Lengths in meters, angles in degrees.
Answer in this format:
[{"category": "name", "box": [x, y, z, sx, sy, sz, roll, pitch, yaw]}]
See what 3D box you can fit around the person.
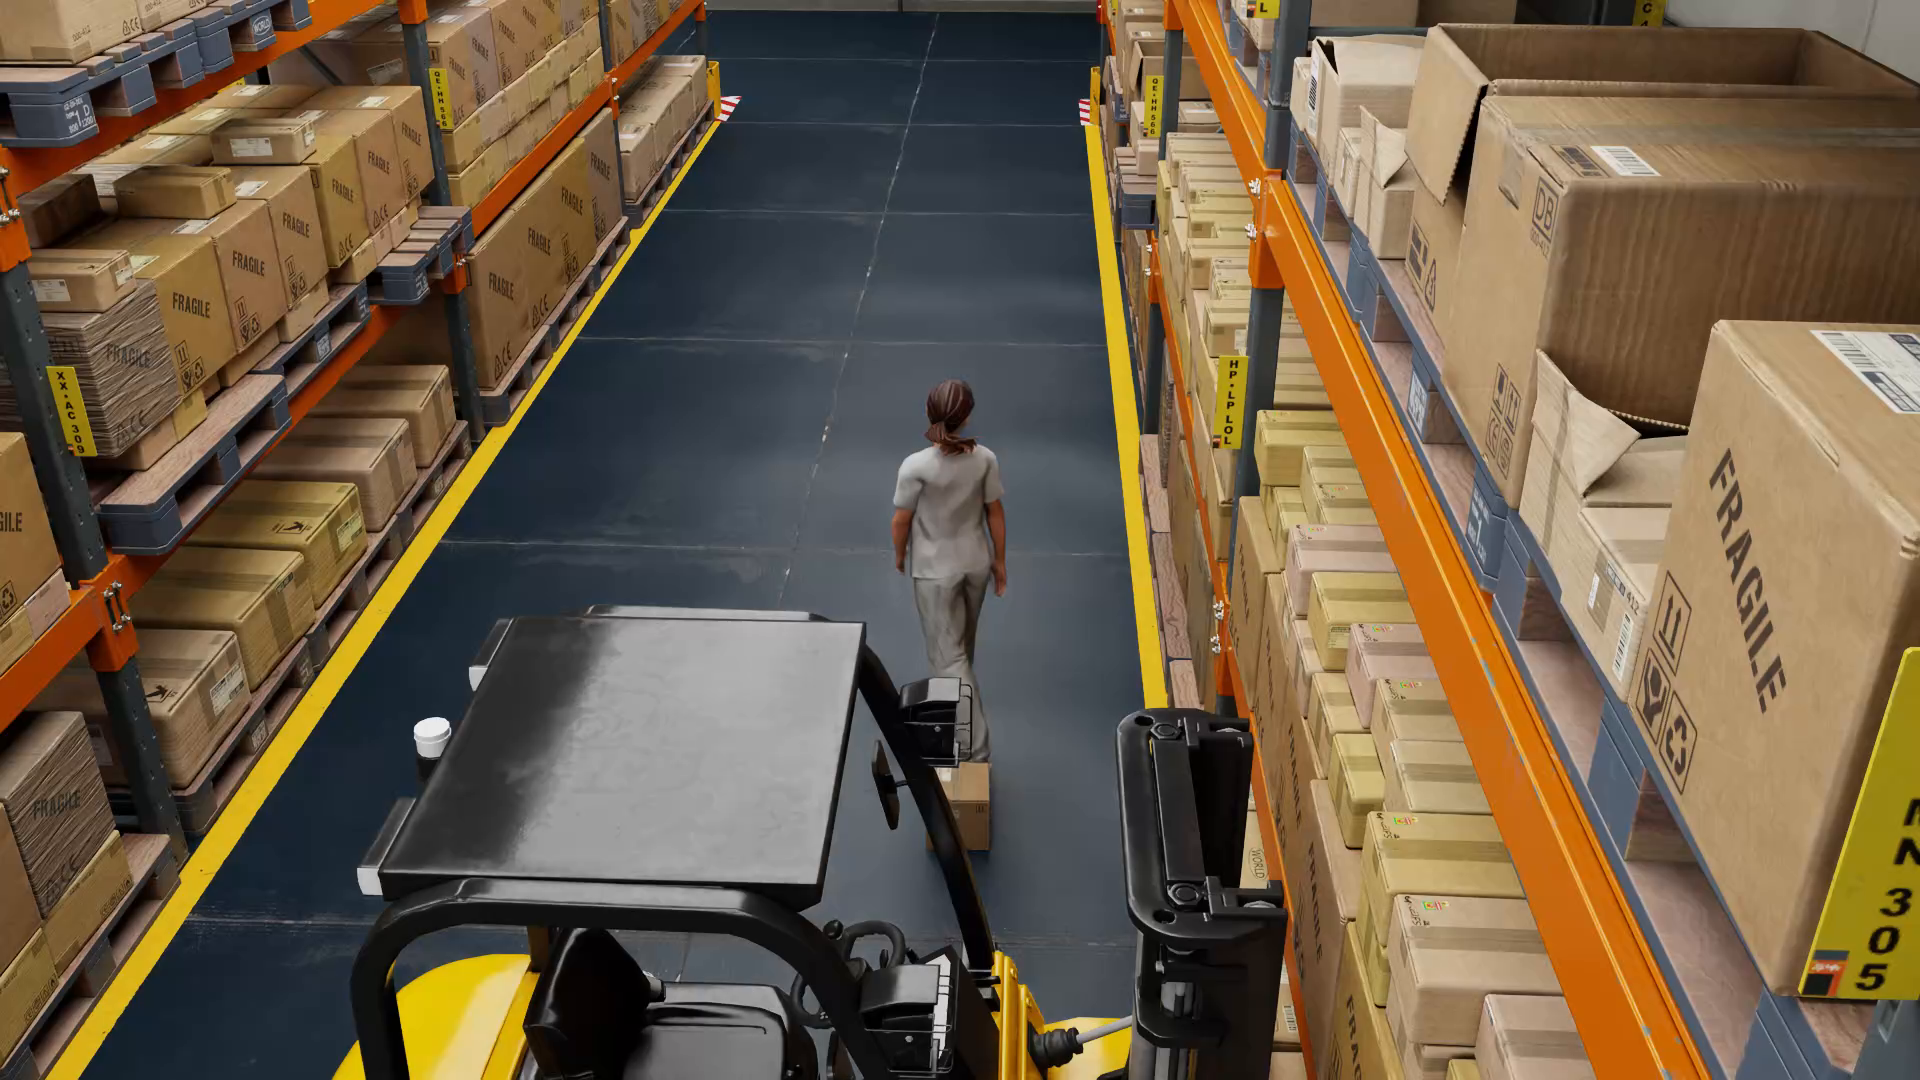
[{"category": "person", "box": [-0.041, 0.153, 6.871, 0.484, 1.619, 0.701, -15, 32, -26]}]
